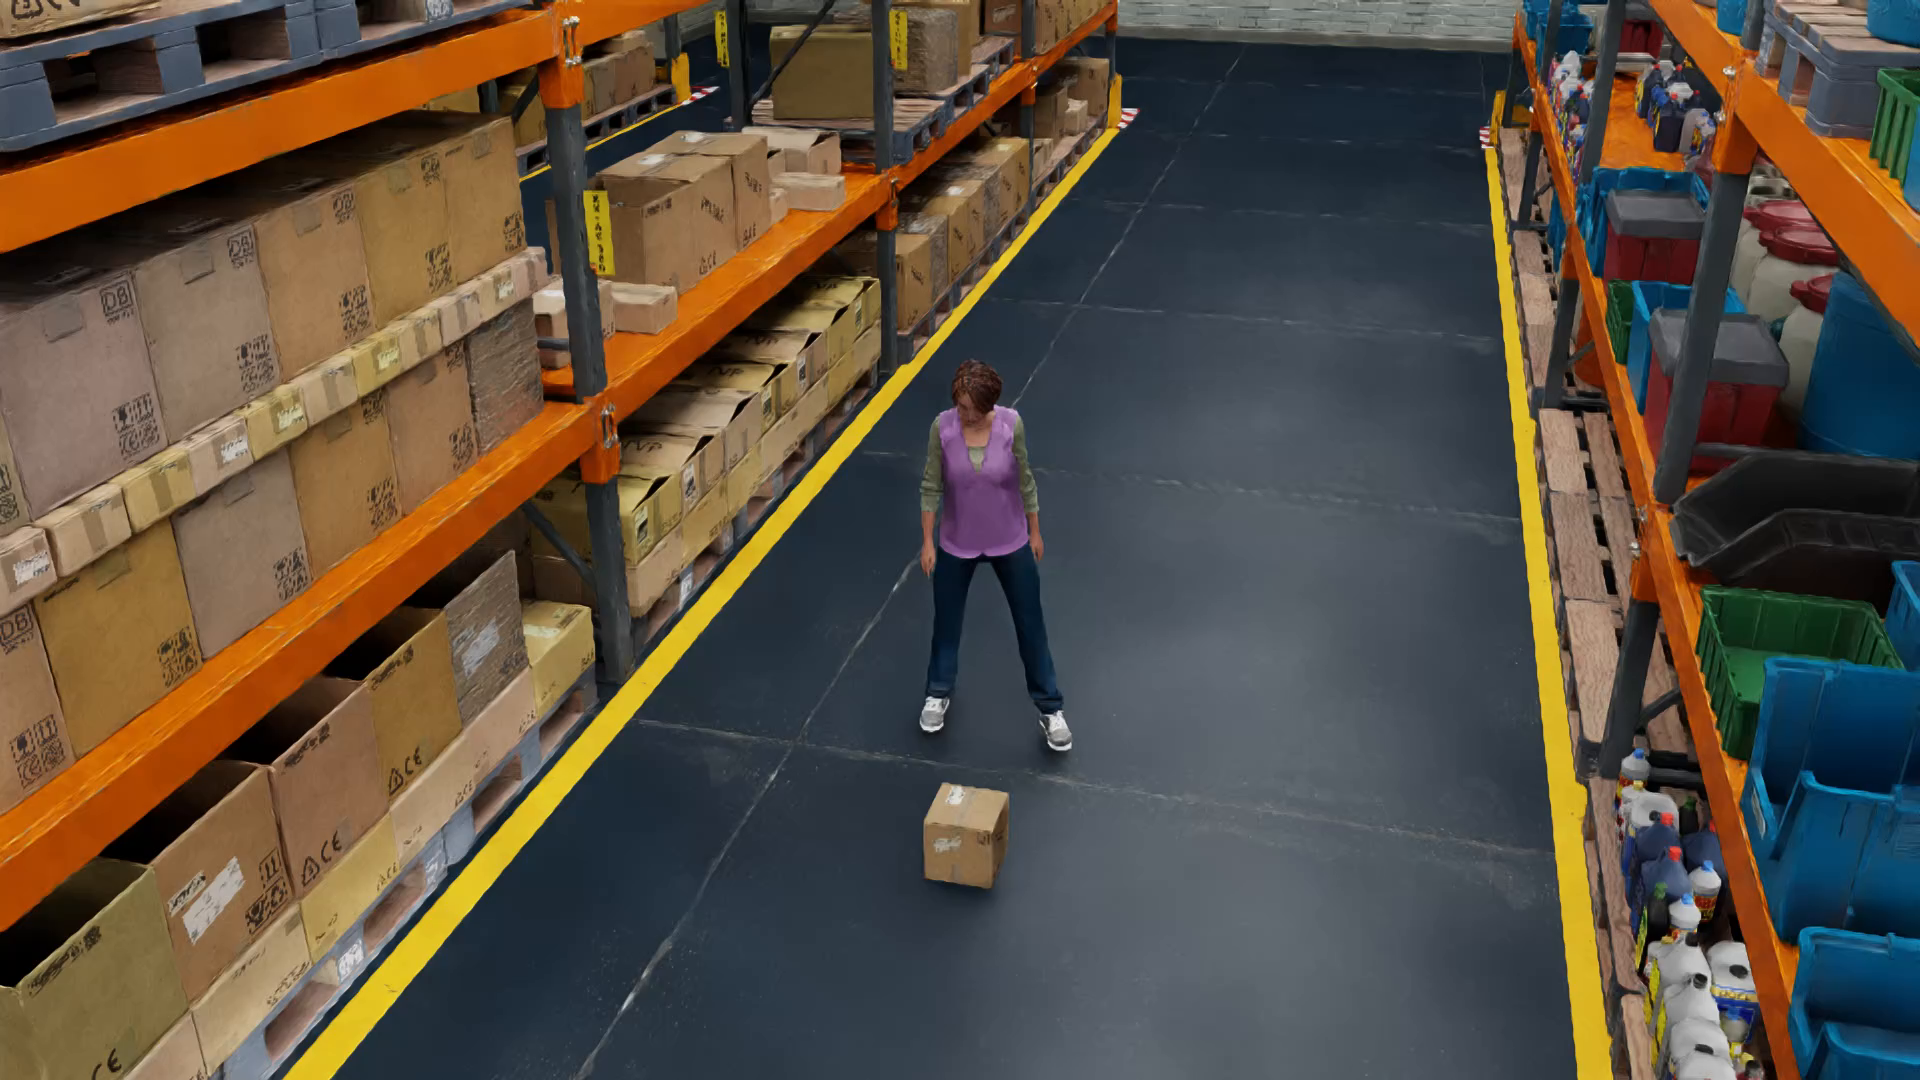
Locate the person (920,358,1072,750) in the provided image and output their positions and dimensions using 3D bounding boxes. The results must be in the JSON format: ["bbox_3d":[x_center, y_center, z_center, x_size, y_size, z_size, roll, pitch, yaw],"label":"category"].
[{"bbox_3d":[0.144,0.062,6.475,0.623,1.574,0.448,1,26,2],"label":"person"}]
